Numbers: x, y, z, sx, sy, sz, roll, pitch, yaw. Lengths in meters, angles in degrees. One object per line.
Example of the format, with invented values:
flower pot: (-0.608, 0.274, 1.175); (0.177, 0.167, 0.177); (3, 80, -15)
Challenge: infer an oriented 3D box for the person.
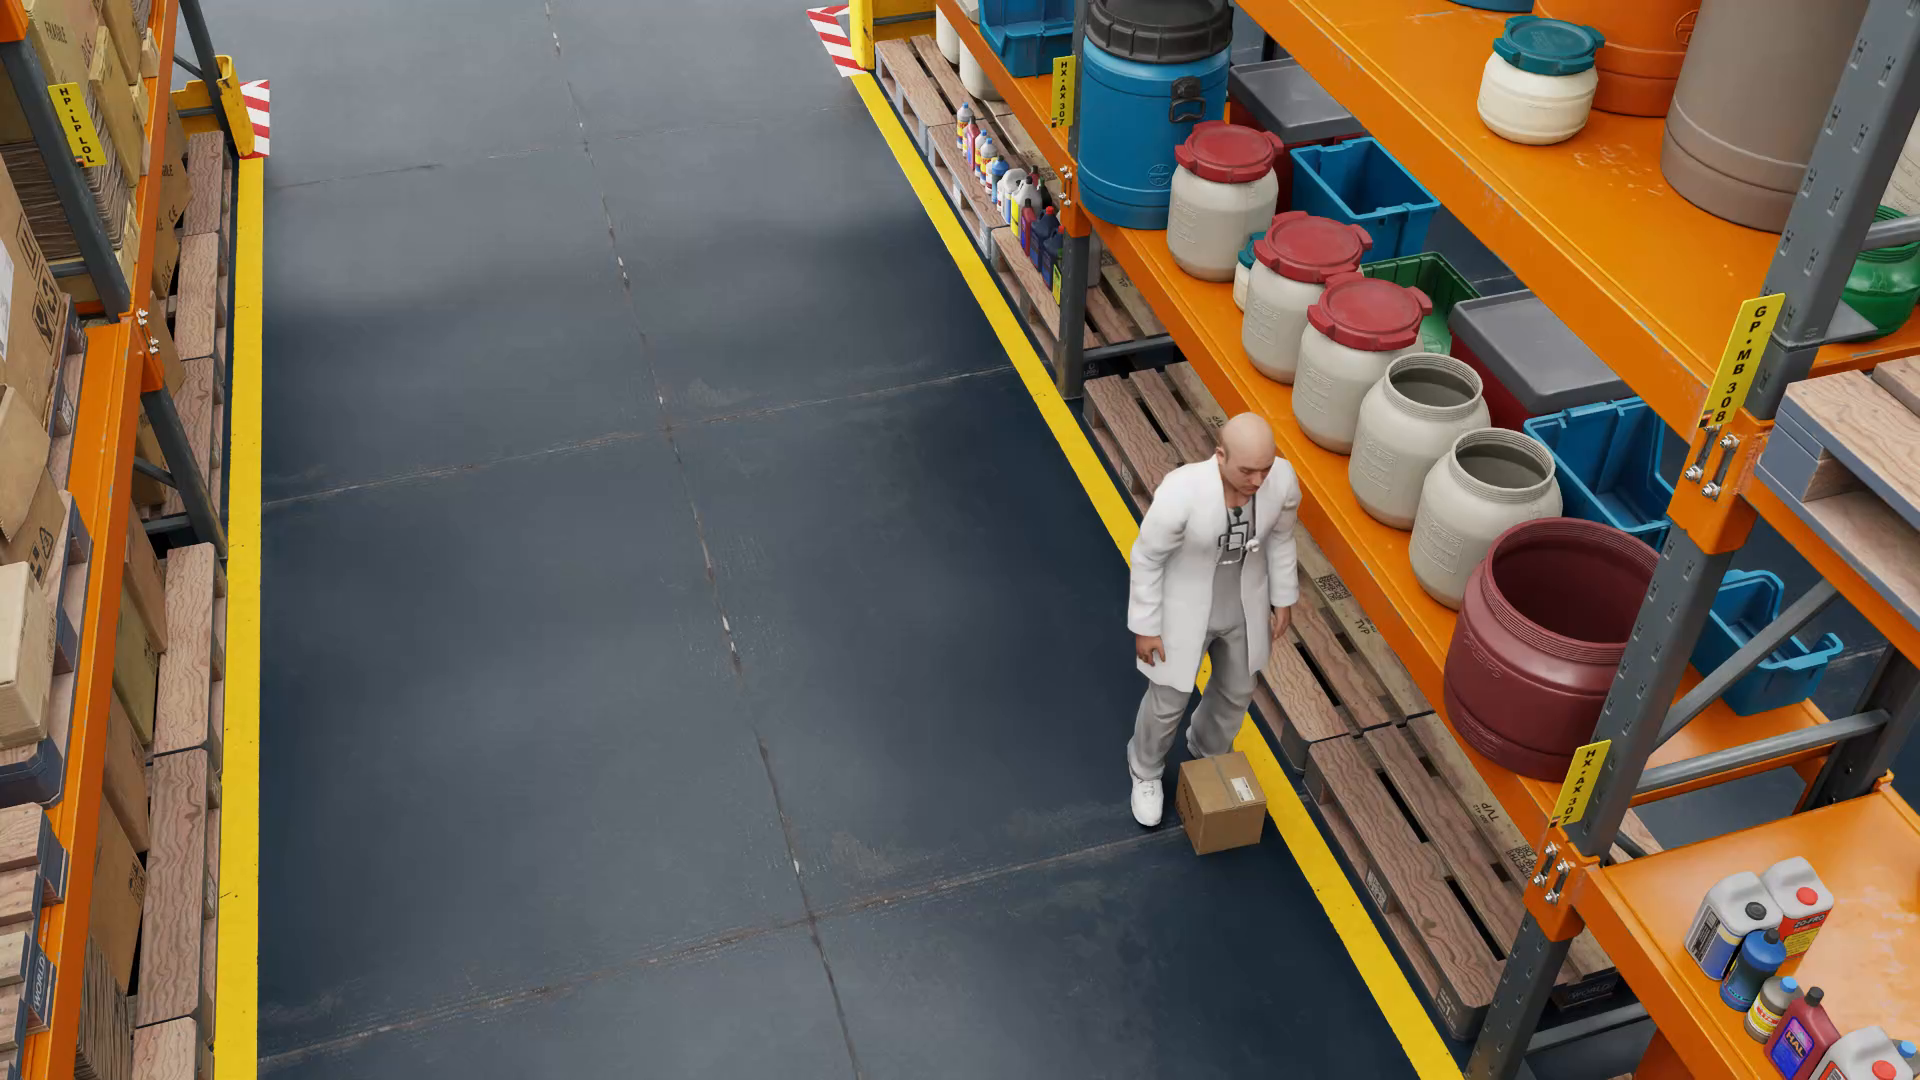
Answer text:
person: (0.891, 0.256, 5.883); (0.643, 1.774, 0.423); (-11, 43, -13)
